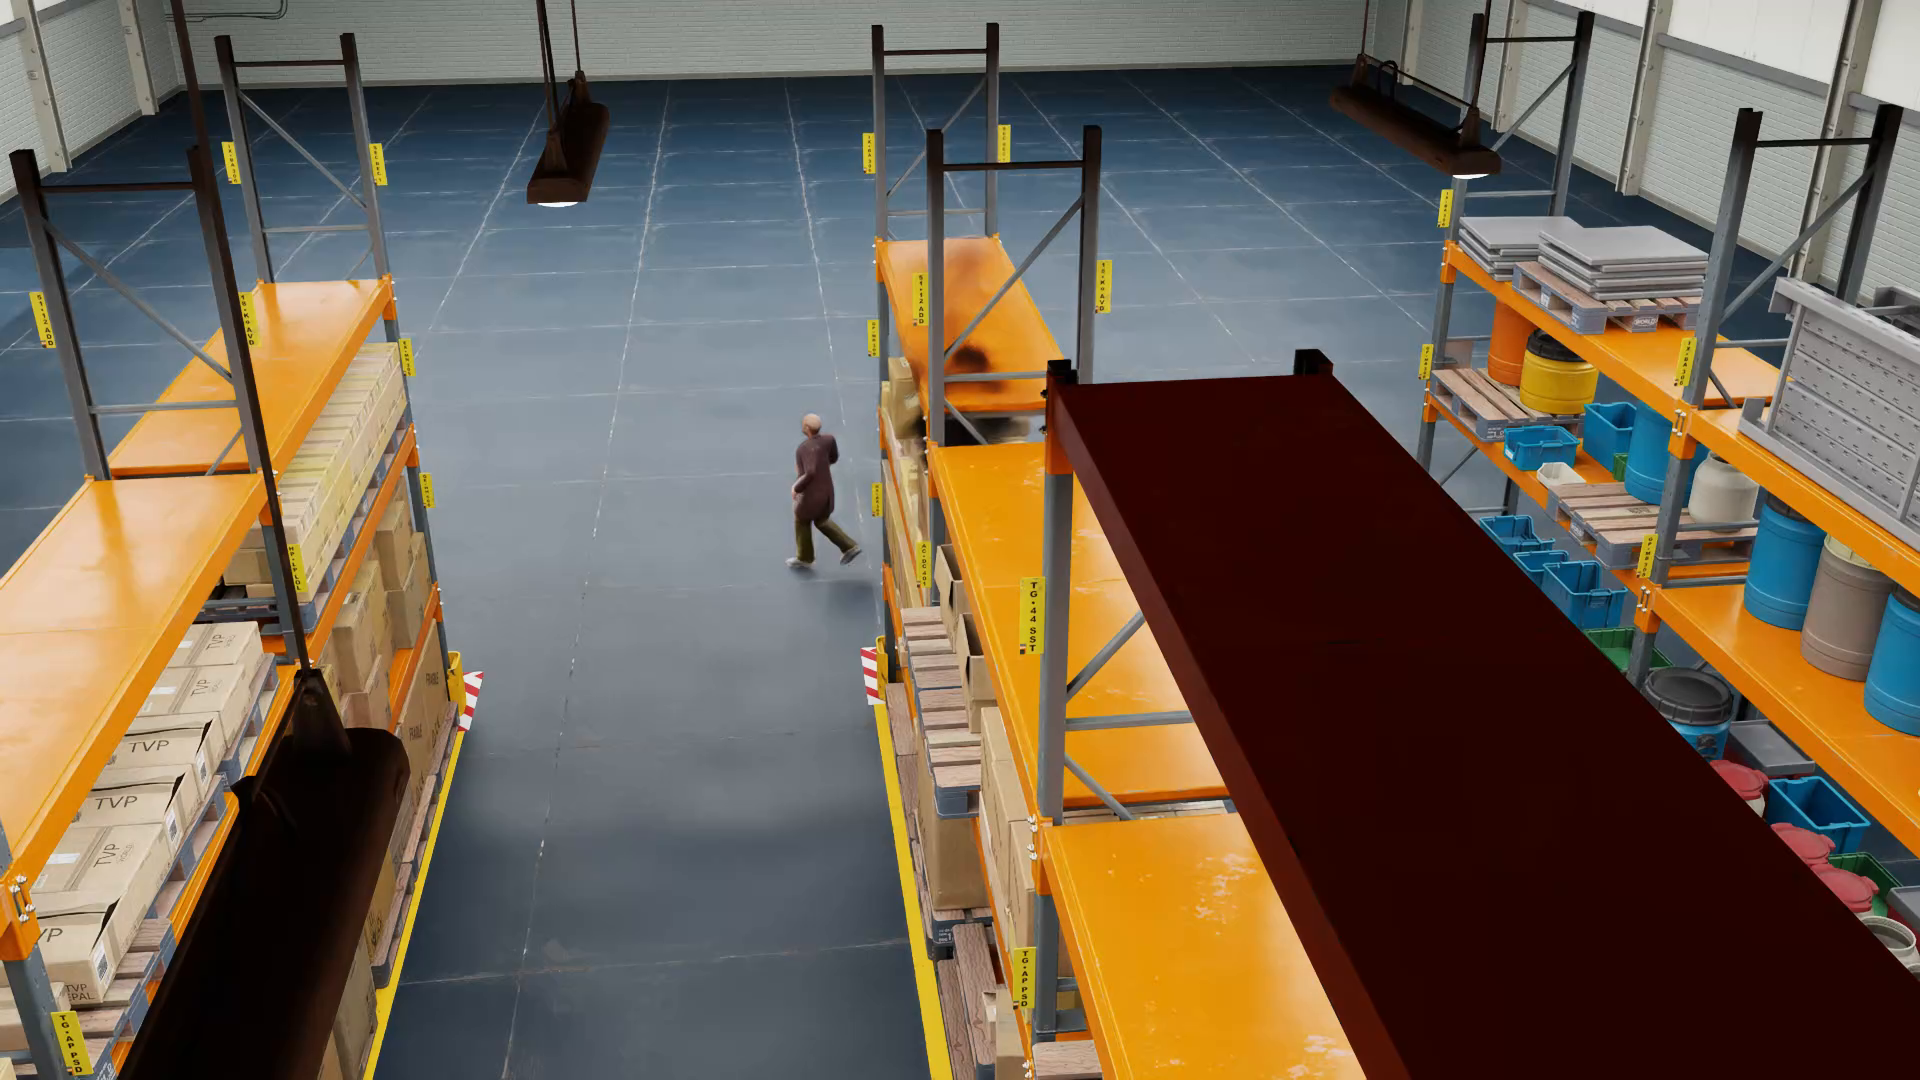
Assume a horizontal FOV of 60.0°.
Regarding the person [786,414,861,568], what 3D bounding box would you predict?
[{"bbox_3d":[-1.495,-0.477,17.460,0.865,1.789,0.736,14,29,27],"label":"person"}]
